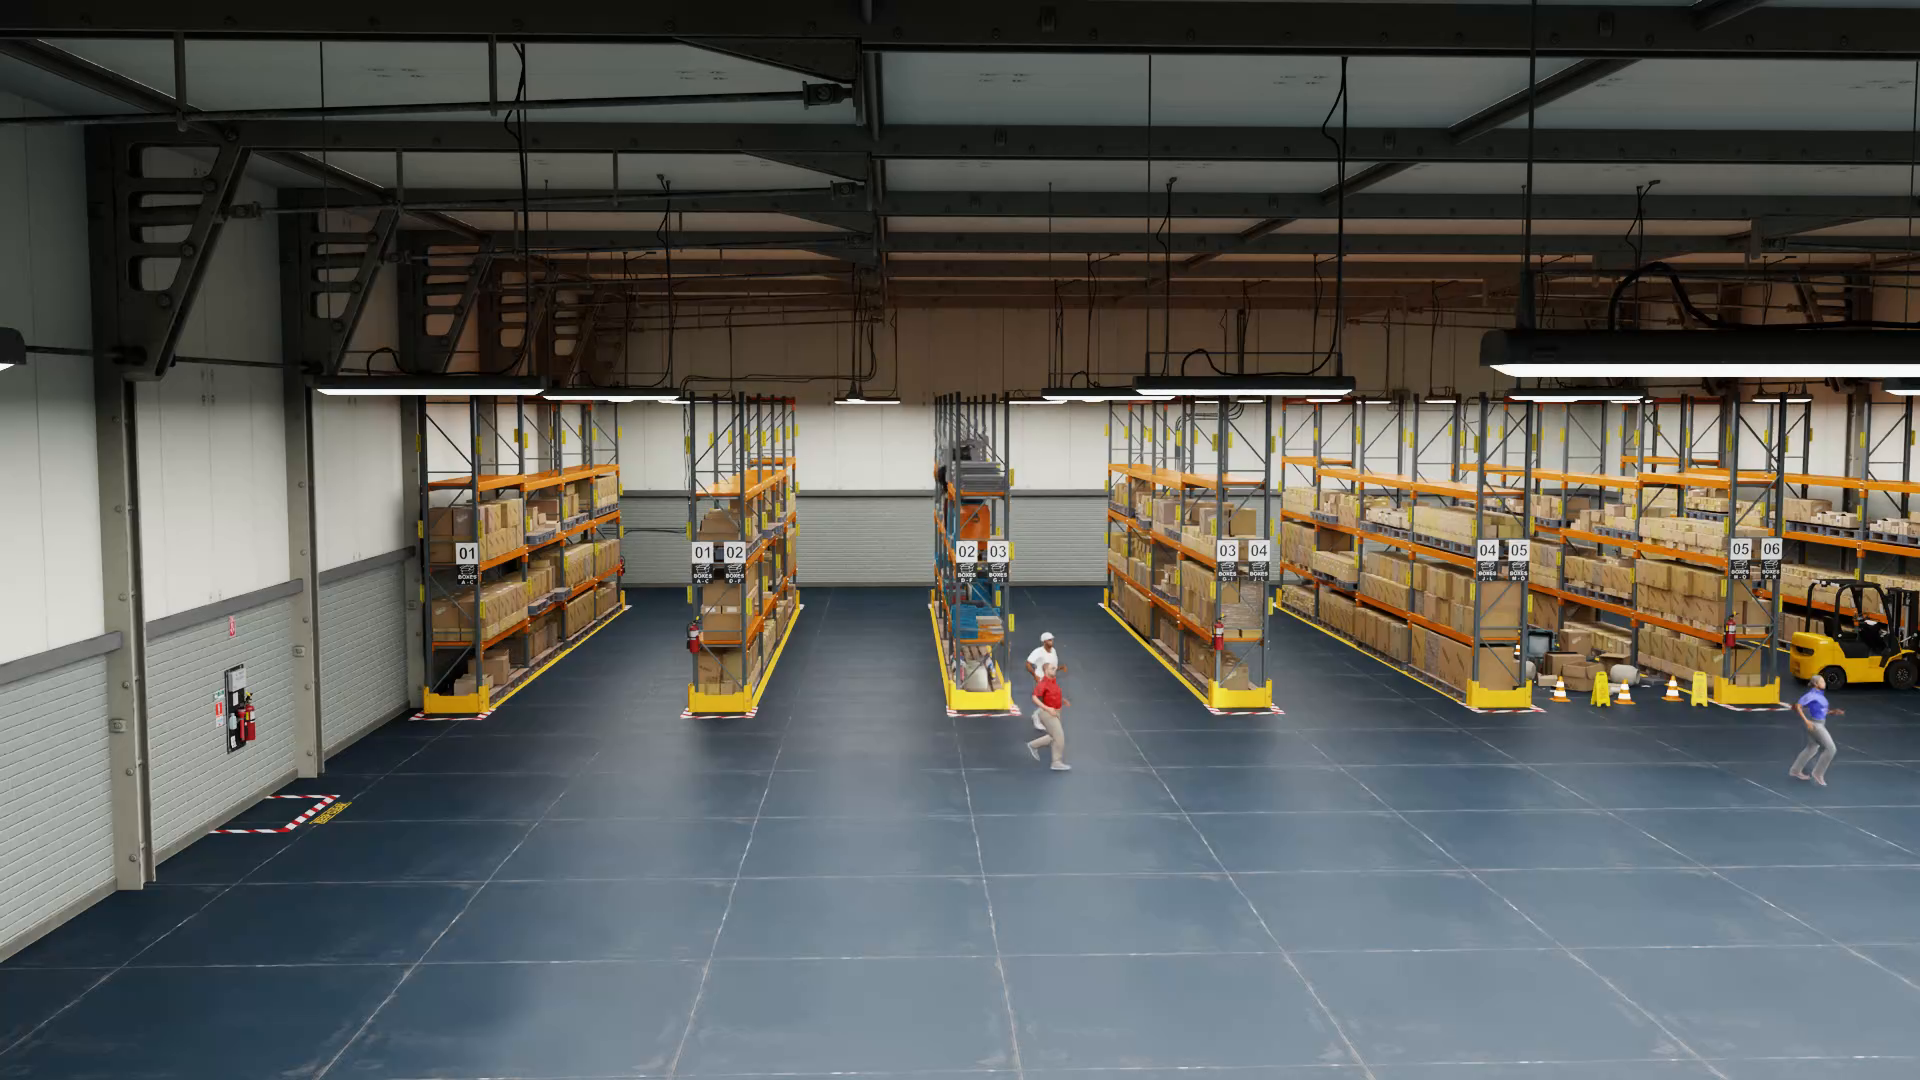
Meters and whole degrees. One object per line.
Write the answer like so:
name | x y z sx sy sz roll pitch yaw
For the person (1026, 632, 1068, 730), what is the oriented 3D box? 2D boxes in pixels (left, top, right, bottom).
person | 1.574 2.494 29.408 0.614 1.728 0.671 3 5 32

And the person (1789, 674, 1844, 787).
person | 12.987 2.887 25.200 0.713 1.701 0.543 3 5 33

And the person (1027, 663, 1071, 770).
person | 1.423 2.775 26.277 0.714 1.682 0.672 2 5 23

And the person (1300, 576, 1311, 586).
person | 10.259 0.942 49.105 0.723 1.696 0.721 -5 6 -45
